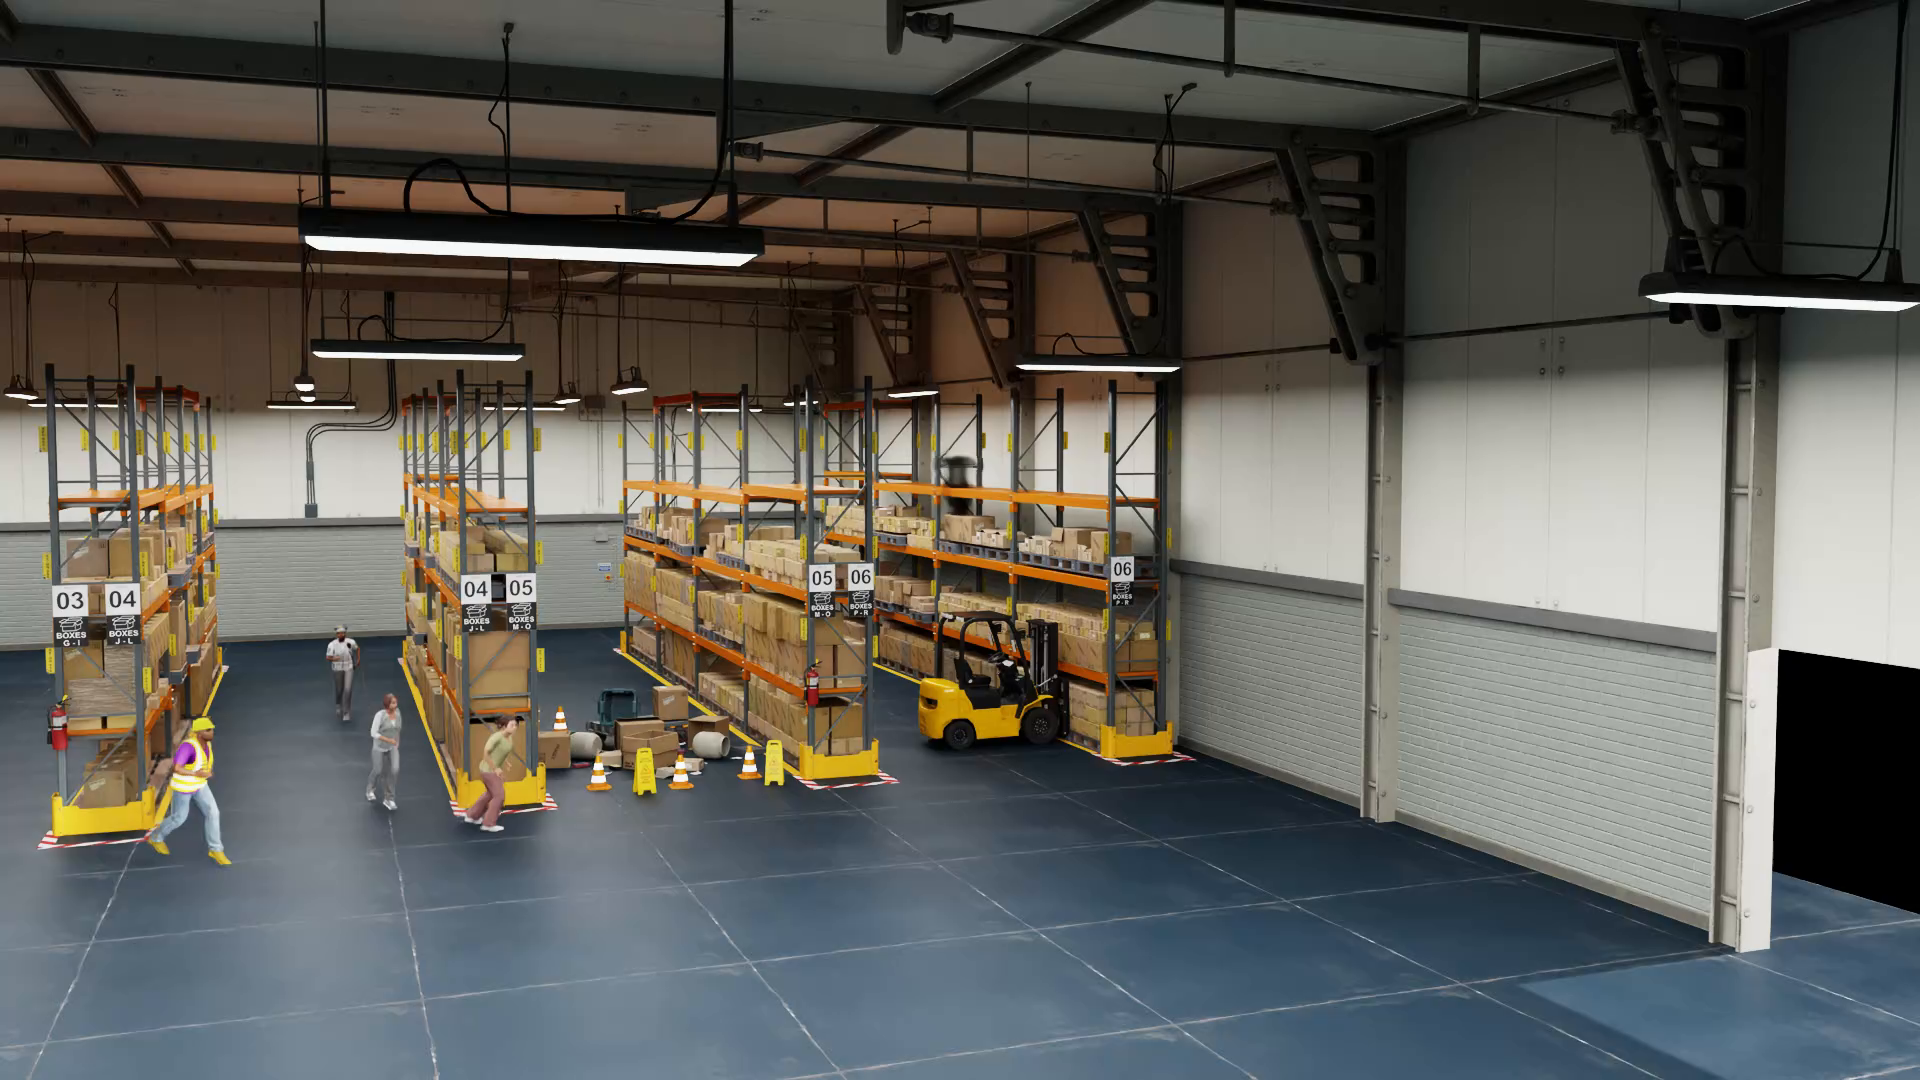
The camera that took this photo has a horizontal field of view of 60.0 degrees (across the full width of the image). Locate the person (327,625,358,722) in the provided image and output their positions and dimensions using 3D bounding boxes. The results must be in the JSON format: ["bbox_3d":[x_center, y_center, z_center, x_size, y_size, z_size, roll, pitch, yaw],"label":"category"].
[{"bbox_3d":[-11.226,2.394,30.246,0.519,1.737,0.893,-1,3,-15],"label":"person"}]

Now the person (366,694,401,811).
[{"bbox_3d":[-7.903,2.891,22.888,0.523,1.597,0.809,-3,4,-40],"label":"person"}]

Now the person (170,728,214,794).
[{"bbox_3d":[-9.066,2.565,19.678,0.612,0.841,0.682,1,3,17],"label":"person"}]

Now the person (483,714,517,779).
[{"bbox_3d":[-5.859,2.637,21.392,0.398,0.837,0.554,0,3,5],"label":"person"}]
